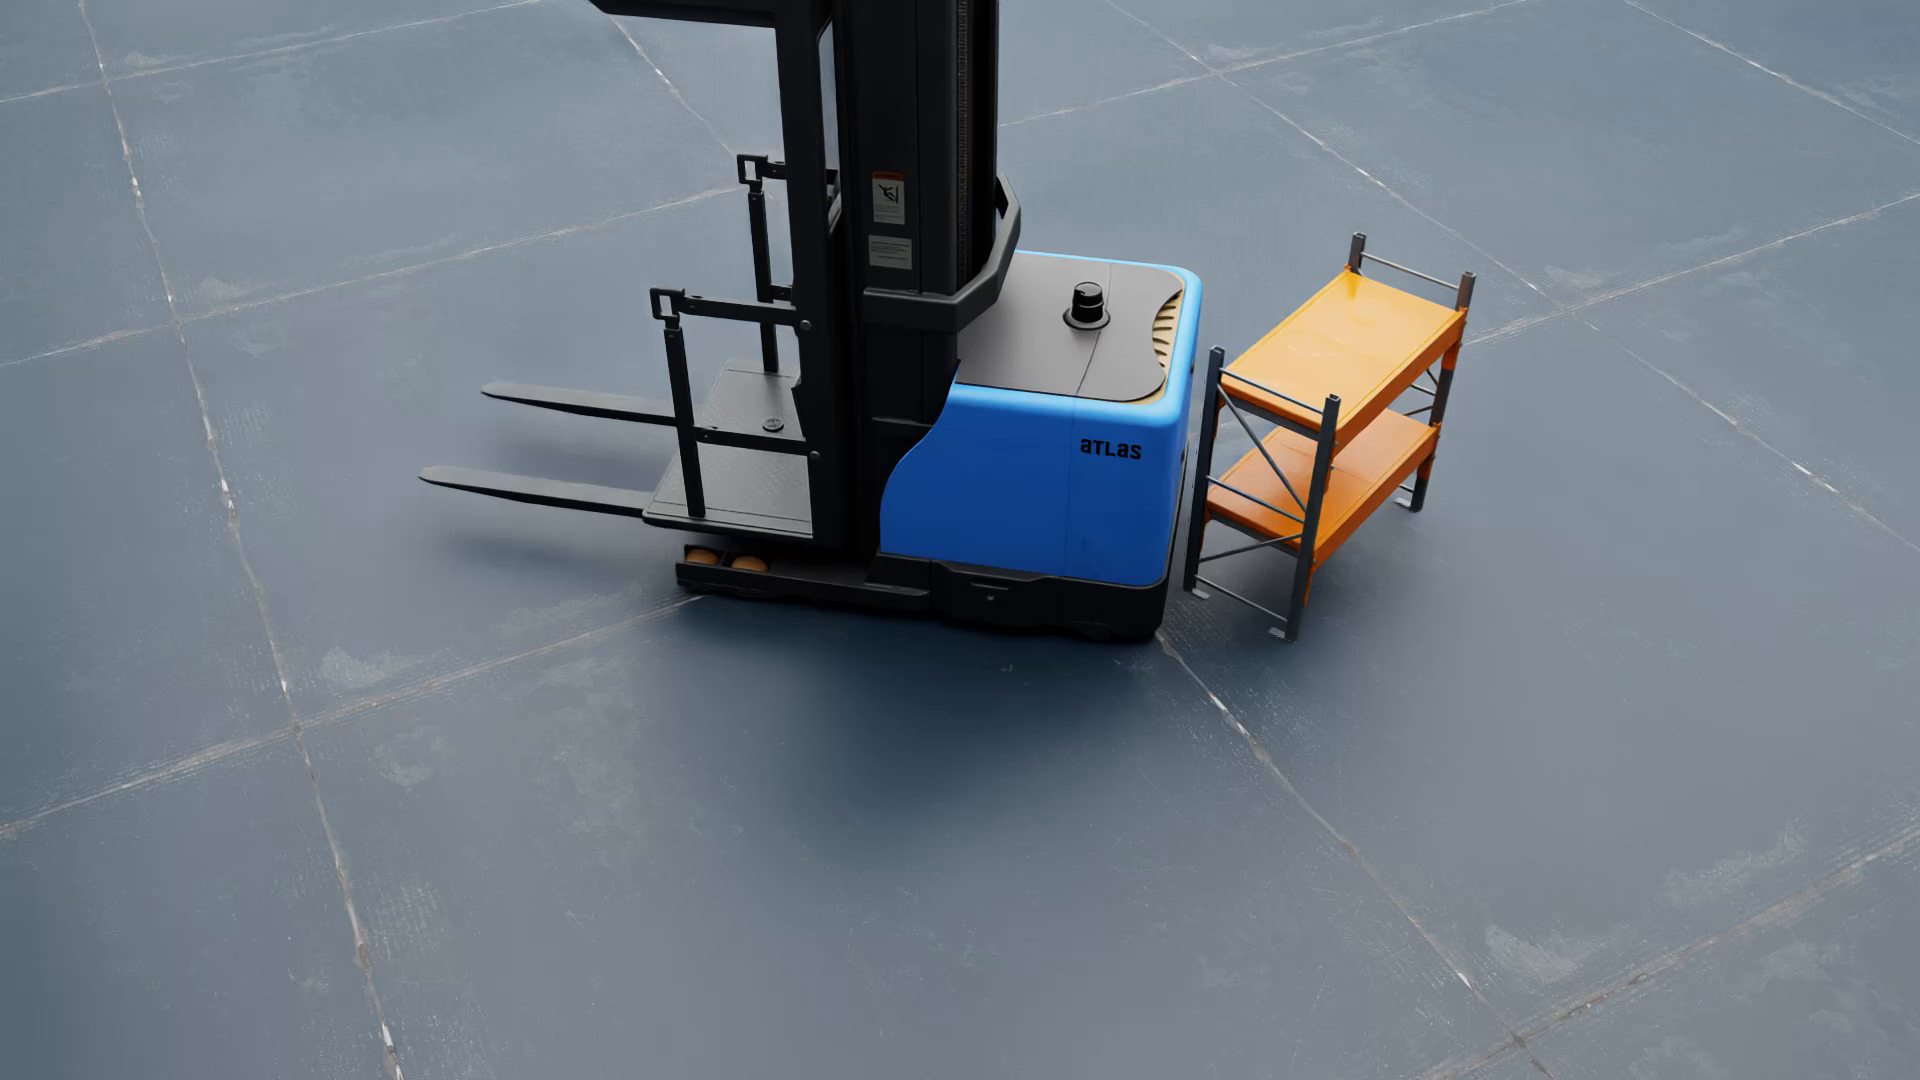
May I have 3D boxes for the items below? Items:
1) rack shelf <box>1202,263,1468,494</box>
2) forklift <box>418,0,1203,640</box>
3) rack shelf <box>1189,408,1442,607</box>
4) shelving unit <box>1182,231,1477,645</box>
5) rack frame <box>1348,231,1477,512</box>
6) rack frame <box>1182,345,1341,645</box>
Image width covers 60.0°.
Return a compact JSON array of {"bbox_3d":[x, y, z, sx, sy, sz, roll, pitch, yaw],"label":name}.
[{"bbox_3d":[1.396,-0.621,6.161,0.538,0.278,1.000,28,47,29],"label":"rack shelf"},{"bbox_3d":[-0.637,-1.218,5.921,3.031,2.935,1.130,8,41,9],"label":"forklift"},{"bbox_3d":[1.396,-0.211,6.508,0.538,0.278,1.000,28,47,29],"label":"rack shelf"},{"bbox_3d":[1.396,-0.398,6.350,0.538,1.125,1.048,28,47,29],"label":"shelving unit"},{"bbox_3d":[1.716,-0.653,6.651,0.500,1.125,0.032,28,47,29],"label":"rack frame"},{"bbox_3d":[1.076,-0.143,6.048,0.500,1.125,0.032,28,47,29],"label":"rack frame"}]
